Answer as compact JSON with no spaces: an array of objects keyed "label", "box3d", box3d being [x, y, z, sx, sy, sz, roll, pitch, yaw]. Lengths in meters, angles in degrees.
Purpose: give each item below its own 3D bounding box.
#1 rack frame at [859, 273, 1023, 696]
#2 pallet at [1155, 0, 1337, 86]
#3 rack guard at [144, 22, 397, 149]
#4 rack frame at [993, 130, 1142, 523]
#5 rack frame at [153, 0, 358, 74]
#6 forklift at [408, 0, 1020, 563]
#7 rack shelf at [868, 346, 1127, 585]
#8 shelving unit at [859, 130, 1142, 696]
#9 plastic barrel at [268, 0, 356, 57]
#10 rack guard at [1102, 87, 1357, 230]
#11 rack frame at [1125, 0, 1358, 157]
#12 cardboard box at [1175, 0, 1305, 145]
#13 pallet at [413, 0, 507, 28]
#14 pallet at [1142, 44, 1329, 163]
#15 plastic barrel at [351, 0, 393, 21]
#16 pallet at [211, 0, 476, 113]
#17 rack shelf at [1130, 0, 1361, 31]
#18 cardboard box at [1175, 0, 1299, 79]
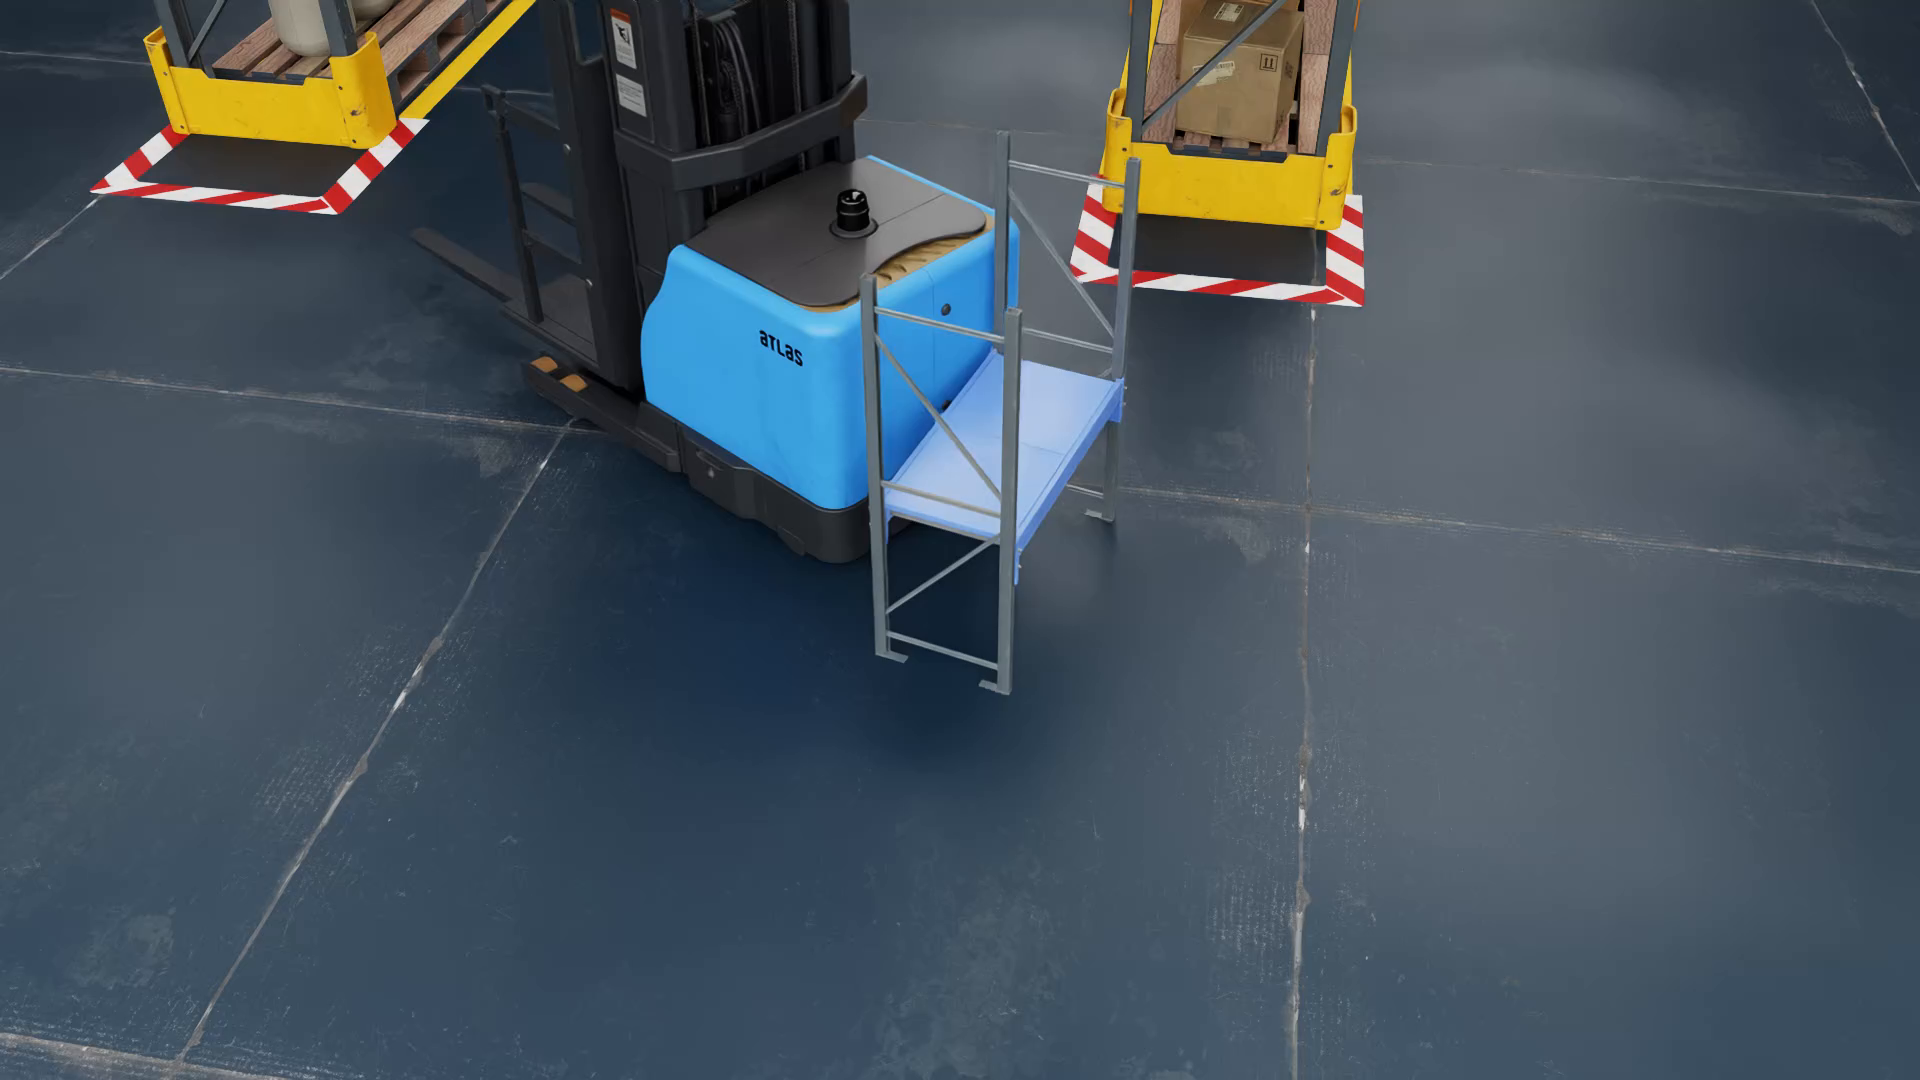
[{"label":"rack frame","box3d":[-0.058,-0.124,5.223,0.500,1.500,0.032,16,42,18]},{"label":"pallet","box3d":[1.688,-3.019,9.736,1.003,0.211,1.213,6,40,8]},{"label":"rack guard","box3d":[-3.625,-2.412,8.776,1.175,0.500,0.348,6,40,8]},{"label":"rack frame","box3d":[0.355,-0.716,5.939,0.500,1.500,0.032,16,42,18]},{"label":"rack frame","box3d":[-3.592,-3.323,7.915,1.000,3.000,0.127,6,40,8]},{"label":"forklift","box3d":[-1.191,-1.862,6.202,3.031,2.935,1.130,31,48,32]},{"label":"rack shelf","box3d":[0.149,-0.282,5.696,0.538,0.185,1.000,16,42,18]},{"label":"shelving unit","box3d":[0.149,-0.420,5.581,0.538,1.500,1.048,16,42,18]},{"label":"plastic barrel","box3d":[-3.553,-2.947,9.084,0.421,0.512,0.421,0,40,0]},{"label":"rack guard","box3d":[1.300,-1.861,8.109,1.175,0.500,0.348,6,40,8]},{"label":"rack frame","box3d":[1.287,-2.777,7.255,1.000,3.000,0.127,6,40,8]},{"label":"cardboard box","box3d":[1.411,-2.365,8.389,0.500,0.500,0.500,14,41,16]},{"label":"pallet","box3d":[-3.266,-3.574,10.407,1.003,0.211,1.213,6,40,8]},{"label":"pallet","box3d":[1.475,-2.256,8.813,1.003,0.211,1.213,6,40,8]},{"label":"plastic barrel","box3d":[-3.466,-3.262,9.464,0.421,0.512,0.421,0,40,0]},{"label":"pallet","box3d":[-3.479,-2.810,9.484,1.003,0.211,1.213,6,40,8]},{"label":"rack shelf","box3d":[1.633,-3.755,9.002,1.077,0.370,4.000,6,40,8]},{"label":"cardboard box","box3d":[1.481,-2.744,8.847,0.500,0.500,0.500,17,42,19]}]
